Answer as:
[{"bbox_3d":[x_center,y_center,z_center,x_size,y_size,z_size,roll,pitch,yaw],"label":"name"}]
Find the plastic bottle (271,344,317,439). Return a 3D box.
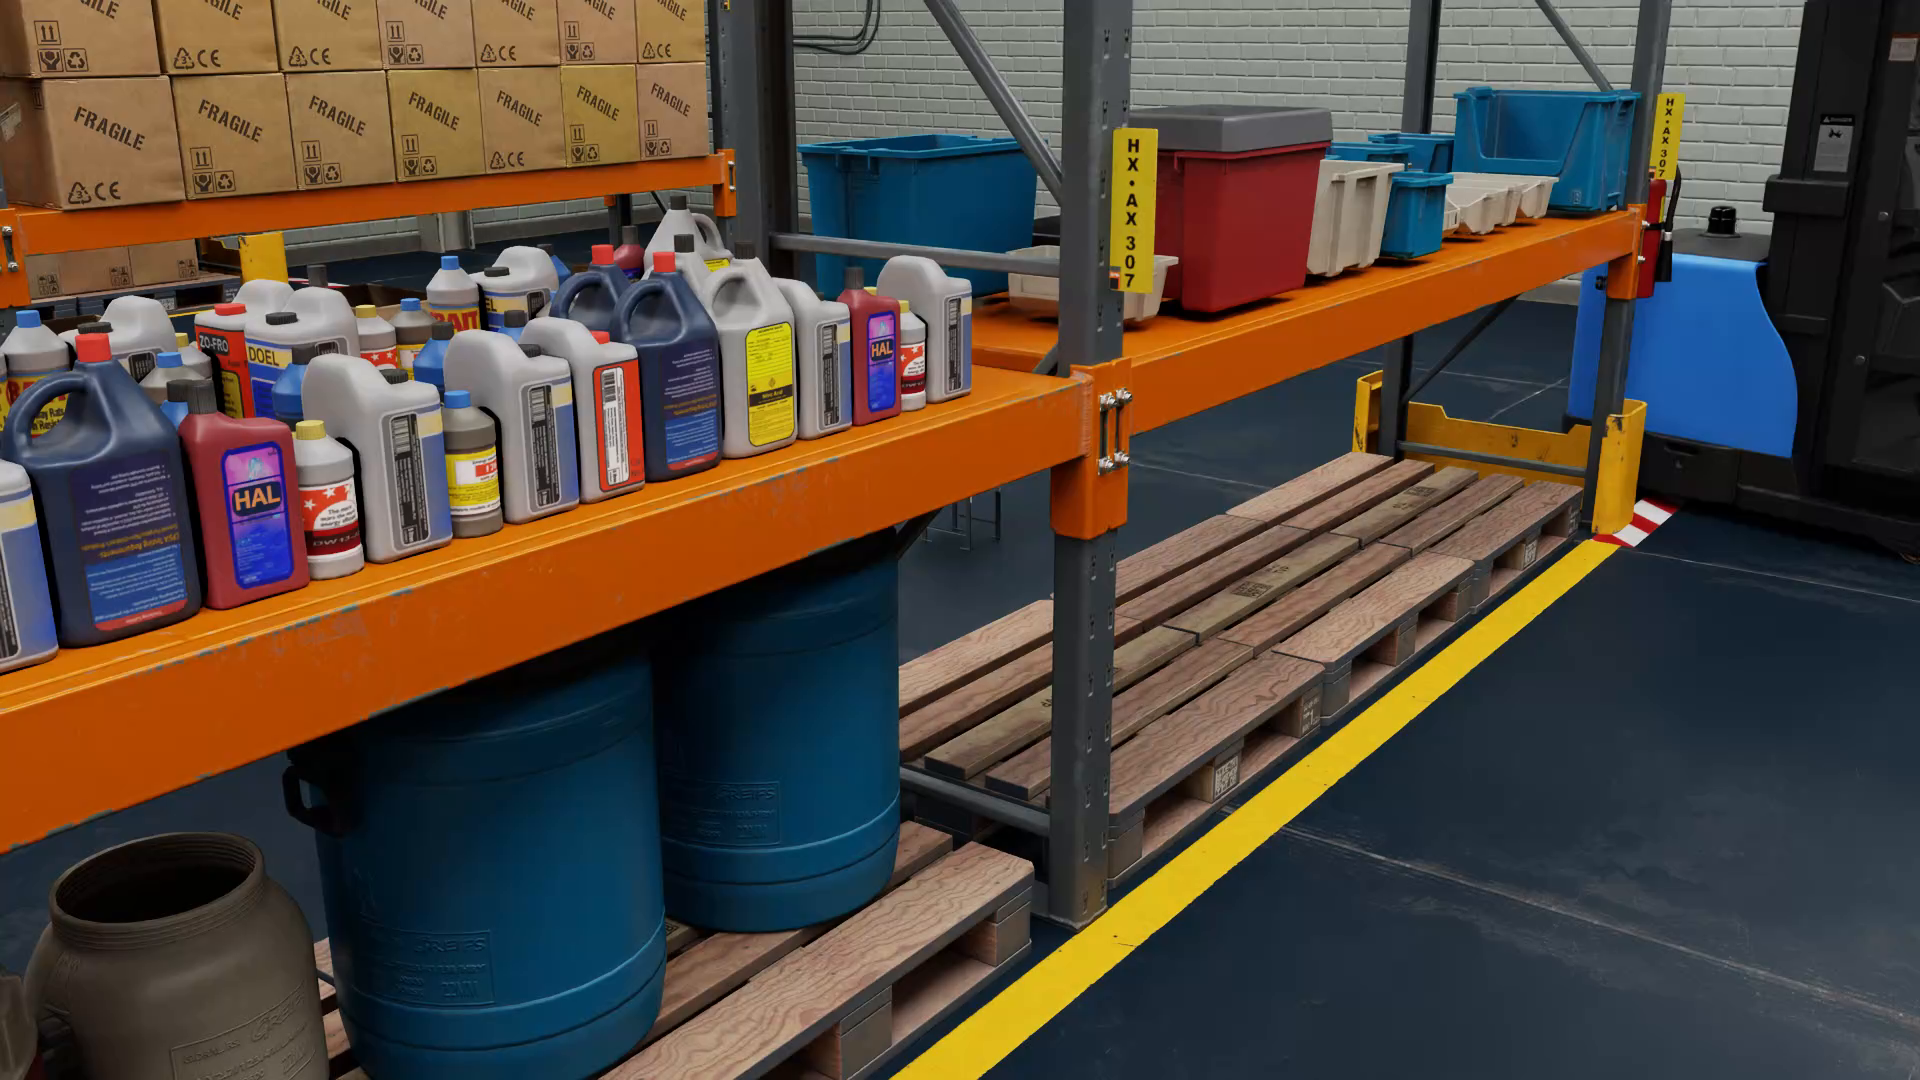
[{"bbox_3d":[-0.914,-0.140,2.354,0.097,0.271,0.097,0,17,0],"label":"plastic bottle"}]

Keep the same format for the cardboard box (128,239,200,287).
[{"bbox_3d":[-6.001,-2.155,12.133,0.700,0.500,0.500,12,21,35],"label":"cardboard box"}]

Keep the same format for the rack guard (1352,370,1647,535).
[{"bbox_3d":[2.296,-0.396,7.177,1.175,0.500,0.348,12,21,35],"label":"rack guard"}]

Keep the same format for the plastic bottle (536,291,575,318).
[{"bbox_3d":[-0.780,-0.387,3.267,0.097,0.201,0.097,0,17,0],"label":"plastic bottle"}]

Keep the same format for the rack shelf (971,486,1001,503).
[{"bbox_3d":[0.005,-0.228,6.680,0.258,0.077,0.200,12,21,35],"label":"rack shelf"}]

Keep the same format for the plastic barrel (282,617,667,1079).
[{"bbox_3d":[-0.851,0.467,3.011,0.600,0.901,0.708,12,21,35],"label":"plastic barrel"}]

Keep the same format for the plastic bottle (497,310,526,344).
[{"bbox_3d":[-0.696,-0.227,2.635,0.097,0.271,0.097,0,17,0],"label":"plastic bottle"}]

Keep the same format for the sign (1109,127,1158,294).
[{"bbox_3d":[0.349,-0.664,3.357,0.100,0.325,0.005,12,21,35],"label":"sign"}]

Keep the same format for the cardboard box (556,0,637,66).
[{"bbox_3d":[-2.028,-2.708,8.553,0.500,0.500,0.500,13,22,36],"label":"cardboard box"}]

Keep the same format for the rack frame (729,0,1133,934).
[{"bbox_3d":[-0.091,-0.629,3.713,1.000,3.000,0.127,12,21,35],"label":"rack frame"}]

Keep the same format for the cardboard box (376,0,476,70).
[{"bbox_3d":[-2.640,-2.462,7.759,0.500,0.500,0.500,13,22,36],"label":"cardboard box"}]

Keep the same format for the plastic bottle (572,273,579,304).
[{"bbox_3d":[-0.786,-0.460,3.503,0.097,0.201,0.097,0,17,0],"label":"plastic bottle"}]

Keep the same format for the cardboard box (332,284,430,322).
[{"bbox_3d":[-2.952,-0.972,8.283,0.797,0.503,0.637,12,21,35],"label":"cardboard box"}]

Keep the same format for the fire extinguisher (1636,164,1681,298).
[{"bbox_3d":[2.747,-1.323,6.705,0.296,0.674,0.183,12,21,35],"label":"fire extinguisher"}]

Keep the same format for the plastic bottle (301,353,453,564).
[{"bbox_3d":[-0.803,-0.125,2.297,0.152,0.276,0.135,12,21,35],"label":"plastic bottle"}]

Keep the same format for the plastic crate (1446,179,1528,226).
[{"bbox_3d":[1.767,-1.192,5.868,0.396,0.136,0.243,12,21,35],"label":"plastic crate"}]

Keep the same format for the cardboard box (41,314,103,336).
[{"bbox_3d":[-3.955,-0.708,7.438,0.500,0.500,0.500,12,21,35],"label":"cardboard box"}]

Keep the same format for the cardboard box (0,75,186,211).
[{"bbox_3d":[-3.545,-1.627,6.755,0.500,0.500,0.500,13,22,36],"label":"cardboard box"}]

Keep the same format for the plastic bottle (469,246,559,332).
[{"bbox_3d":[-0.891,-0.440,3.312,0.152,0.276,0.135,12,21,35],"label":"plastic bottle"}]

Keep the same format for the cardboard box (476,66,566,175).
[{"bbox_3d":[-2.340,-2.109,8.309,0.500,0.500,0.500,13,21,35],"label":"cardboard box"}]

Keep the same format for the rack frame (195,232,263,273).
[{"bbox_3d":[-5.664,-3.333,12.418,1.000,3.000,0.127,12,21,35],"label":"rack frame"}]

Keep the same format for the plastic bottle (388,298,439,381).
[{"bbox_3d":[-1.040,-0.359,3.175,0.097,0.201,0.097,0,17,0],"label":"plastic bottle"}]

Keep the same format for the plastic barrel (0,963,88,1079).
[{"bbox_3d":[-1.524,0.886,2.191,0.600,0.588,0.708,12,21,35],"label":"plastic barrel"}]

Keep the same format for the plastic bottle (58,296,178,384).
[{"bbox_3d":[-1.363,-0.251,2.705,0.152,0.276,0.135,12,21,35],"label":"plastic bottle"}]

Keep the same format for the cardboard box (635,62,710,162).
[{"bbox_3d":[-1.732,-2.351,9.089,0.500,0.500,0.500,13,22,36],"label":"cardboard box"}]

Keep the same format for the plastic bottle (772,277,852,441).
[{"bbox_3d":[-0.284,-0.332,2.965,0.152,0.276,0.135,12,21,35],"label":"plastic bottle"}]

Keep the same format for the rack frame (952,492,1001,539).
[{"bbox_3d":[0.065,-0.456,6.695,0.240,0.900,0.006,12,21,35],"label":"rack frame"}]

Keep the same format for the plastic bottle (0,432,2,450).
[{"bbox_3d":[-1.235,-0.062,1.967,0.144,0.351,0.185,12,21,35],"label":"plastic bottle"}]

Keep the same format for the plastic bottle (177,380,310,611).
[{"bbox_3d":[-0.904,-0.065,2.092,0.061,0.283,0.133,12,21,35],"label":"plastic bottle"}]

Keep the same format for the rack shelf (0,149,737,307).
[{"bbox_3d":[-2.875,-1.638,8.175,1.077,0.370,4.000,12,21,35],"label":"rack shelf"}]

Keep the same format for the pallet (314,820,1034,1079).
[{"bbox_3d":[-0.584,0.879,3.558,1.003,0.211,1.213,12,21,35],"label":"pallet"}]

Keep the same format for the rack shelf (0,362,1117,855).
[{"bbox_3d":[-1.283,0.190,2.286,1.077,0.370,4.000,12,21,35],"label":"rack shelf"}]

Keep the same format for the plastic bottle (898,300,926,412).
[{"bbox_3d":[-0.114,-0.351,3.151,0.097,0.201,0.097,0,17,0],"label":"plastic bottle"}]

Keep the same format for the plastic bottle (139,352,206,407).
[{"bbox_3d":[-1.252,-0.198,2.659,0.097,0.201,0.097,0,17,0],"label":"plastic bottle"}]

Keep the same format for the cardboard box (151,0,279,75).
[{"bbox_3d":[-3.253,-2.216,6.968,0.500,0.500,0.500,12,21,33],"label":"cardboard box"}]

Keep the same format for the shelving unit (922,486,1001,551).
[{"bbox_3d":[0.005,-0.432,6.617,0.258,0.900,0.210,12,21,35],"label":"shelving unit"}]

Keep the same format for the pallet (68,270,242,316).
[{"bbox_3d":[-6.078,-1.797,12.174,1.003,0.211,1.213,12,21,35],"label":"pallet"}]

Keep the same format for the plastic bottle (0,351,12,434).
[{"bbox_3d":[-1.512,-0.203,2.558,0.097,0.271,0.097,0,17,0],"label":"plastic bottle"}]

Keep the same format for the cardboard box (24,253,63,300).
[{"bbox_3d":[-6.598,-1.916,11.363,0.700,0.500,0.500,12,21,33],"label":"cardboard box"}]

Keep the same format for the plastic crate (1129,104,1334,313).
[{"bbox_3d":[0.642,-0.857,4.236,0.402,0.464,0.583,12,21,35],"label":"plastic crate"}]

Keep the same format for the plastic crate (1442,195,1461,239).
[{"bbox_3d":[1.460,-1.048,5.403,0.298,0.136,0.250,12,21,35],"label":"plastic crate"}]

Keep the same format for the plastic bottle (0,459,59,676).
[{"bbox_3d":[-1.131,0.006,1.875,0.152,0.276,0.135,12,21,35],"label":"plastic bottle"}]

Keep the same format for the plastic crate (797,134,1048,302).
[{"bbox_3d":[-0.087,-0.822,4.258,0.392,0.384,0.575,12,21,35],"label":"plastic crate"}]

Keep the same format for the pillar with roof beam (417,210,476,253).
[{"bbox_3d":[-1.293,-6.233,11.642,9.100,9.000,0.400,12,21,35],"label":"pillar with roof beam"}]

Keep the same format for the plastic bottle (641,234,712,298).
[{"bbox_3d":[-0.492,-0.355,2.911,0.144,0.351,0.185,12,21,35],"label":"plastic bottle"}]

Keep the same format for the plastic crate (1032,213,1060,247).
[{"bbox_3d":[0.360,-0.841,4.756,0.437,0.125,0.590,12,21,35],"label":"plastic crate"}]

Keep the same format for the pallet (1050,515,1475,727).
[{"bbox_3d":[1.042,0.228,5.652,1.003,0.211,1.213,12,21,35],"label":"pallet"}]

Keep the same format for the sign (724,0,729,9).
[{"bbox_3d":[-1.250,-3.059,9.052,0.100,0.325,0.005,12,21,35],"label":"sign"}]

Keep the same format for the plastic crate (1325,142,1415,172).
[{"bbox_3d":[1.488,-1.373,6.290,0.416,0.233,0.300,12,21,35],"label":"plastic crate"}]

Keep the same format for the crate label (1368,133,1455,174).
[{"bbox_3d":[1.881,-1.530,6.795,0.416,0.233,0.303,12,21,35],"label":"crate label"}]

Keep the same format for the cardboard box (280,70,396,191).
[{"bbox_3d":[-2.942,-1.868,7.532,0.500,0.500,0.500,12,21,34],"label":"cardboard box"}]

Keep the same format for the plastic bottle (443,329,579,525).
[{"bbox_3d":[-0.665,-0.180,2.475,0.152,0.276,0.135,12,21,35],"label":"plastic bottle"}]

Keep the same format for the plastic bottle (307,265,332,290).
[{"bbox_3d":[-1.181,-0.350,3.010,0.061,0.283,0.133,12,21,35],"label":"plastic bottle"}]

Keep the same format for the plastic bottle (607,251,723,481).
[{"bbox_3d":[-0.486,-0.285,2.687,0.144,0.351,0.185,12,21,35],"label":"plastic bottle"}]

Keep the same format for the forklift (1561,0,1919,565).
[{"bbox_3d":[4.057,-1.427,6.395,1.130,2.935,3.031,-14,22,-37],"label":"forklift"}]
